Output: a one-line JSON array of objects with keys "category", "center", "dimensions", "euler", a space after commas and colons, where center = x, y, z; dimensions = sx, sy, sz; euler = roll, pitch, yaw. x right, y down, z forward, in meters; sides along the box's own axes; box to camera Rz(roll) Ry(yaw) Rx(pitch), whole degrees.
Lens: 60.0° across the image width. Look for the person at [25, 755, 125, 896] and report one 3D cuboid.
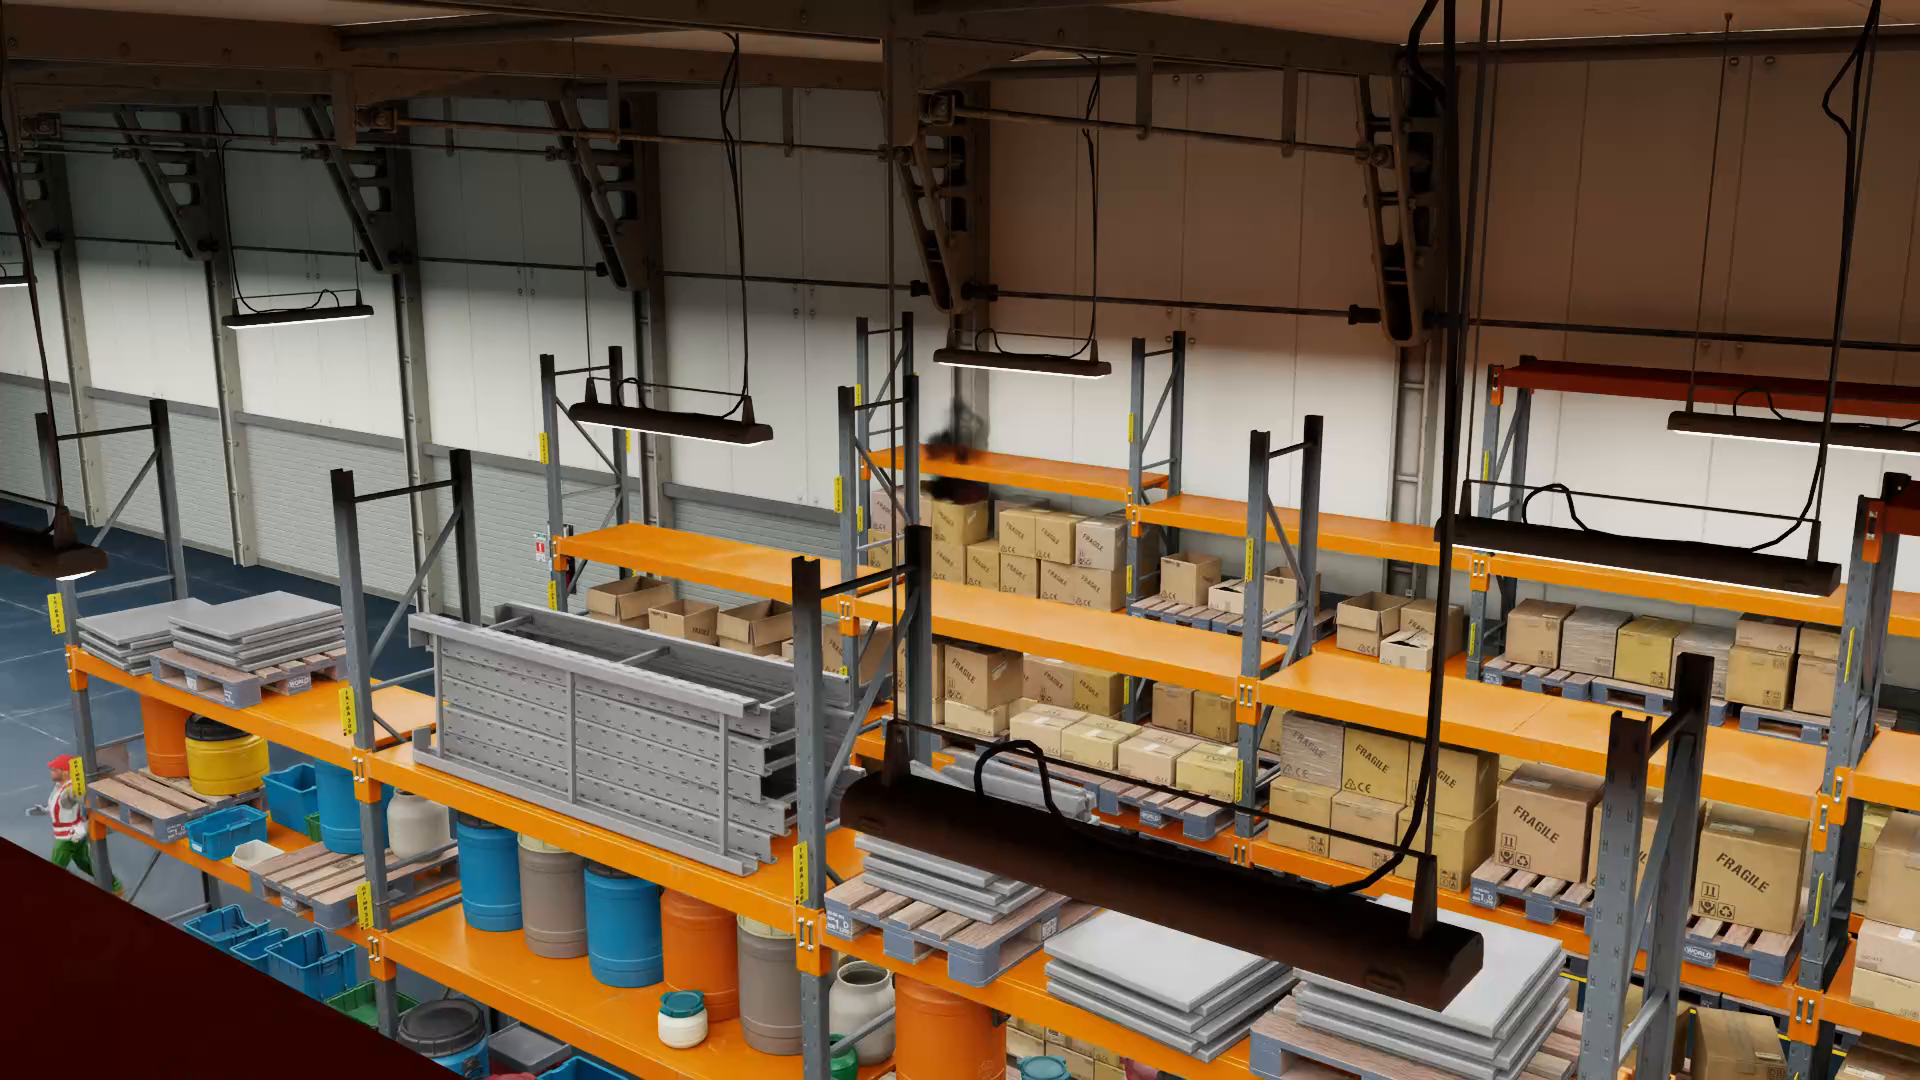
[{"category": "person", "center": [-9.409, 3.156, 17.631], "dimensions": [0.862, 1.835, 0.653], "euler": [-7, 15, -29]}]
